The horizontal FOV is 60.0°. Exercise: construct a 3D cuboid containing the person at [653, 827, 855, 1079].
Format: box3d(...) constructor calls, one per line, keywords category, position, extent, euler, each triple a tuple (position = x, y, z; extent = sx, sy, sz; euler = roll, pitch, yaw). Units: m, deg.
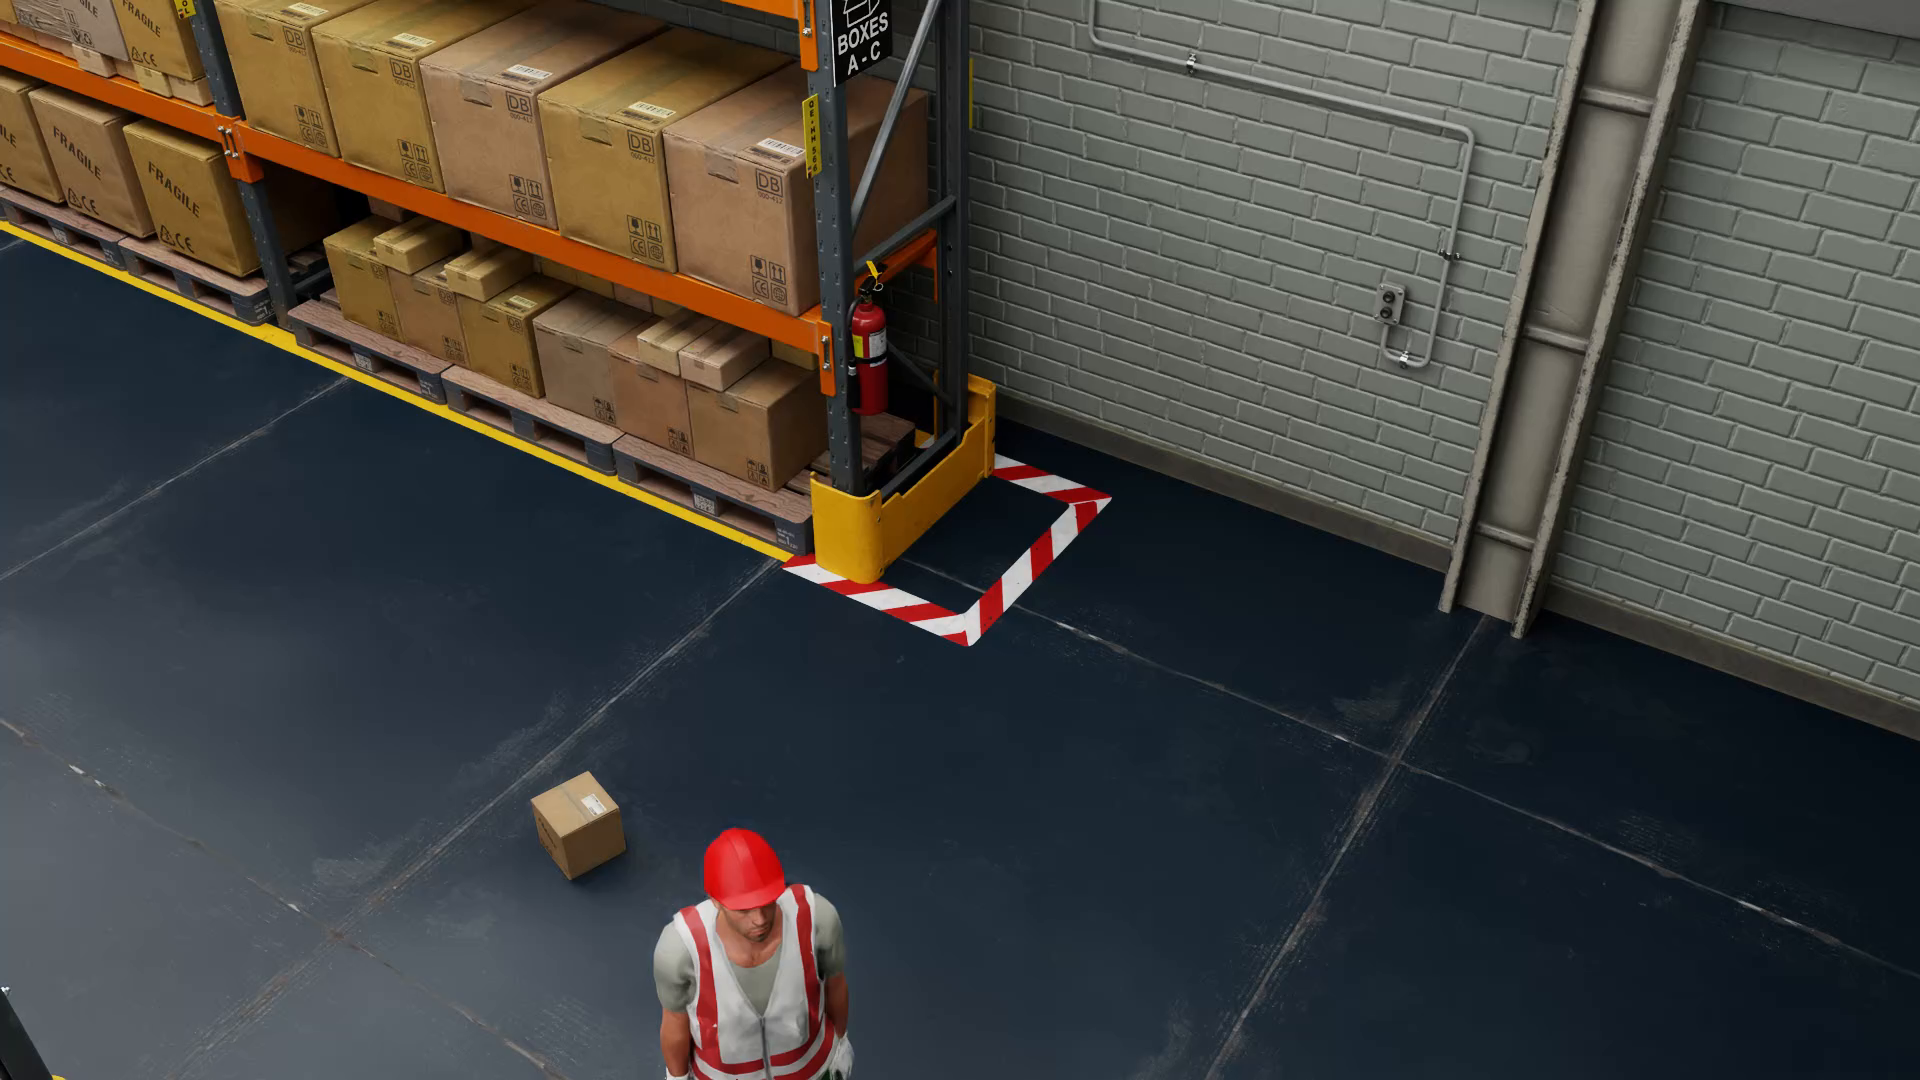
box3d(category="person", position=(-0.577, 1.468, 4.739), extent=(0.563, 1.779, 0.571), euler=(-11, 39, -13))
